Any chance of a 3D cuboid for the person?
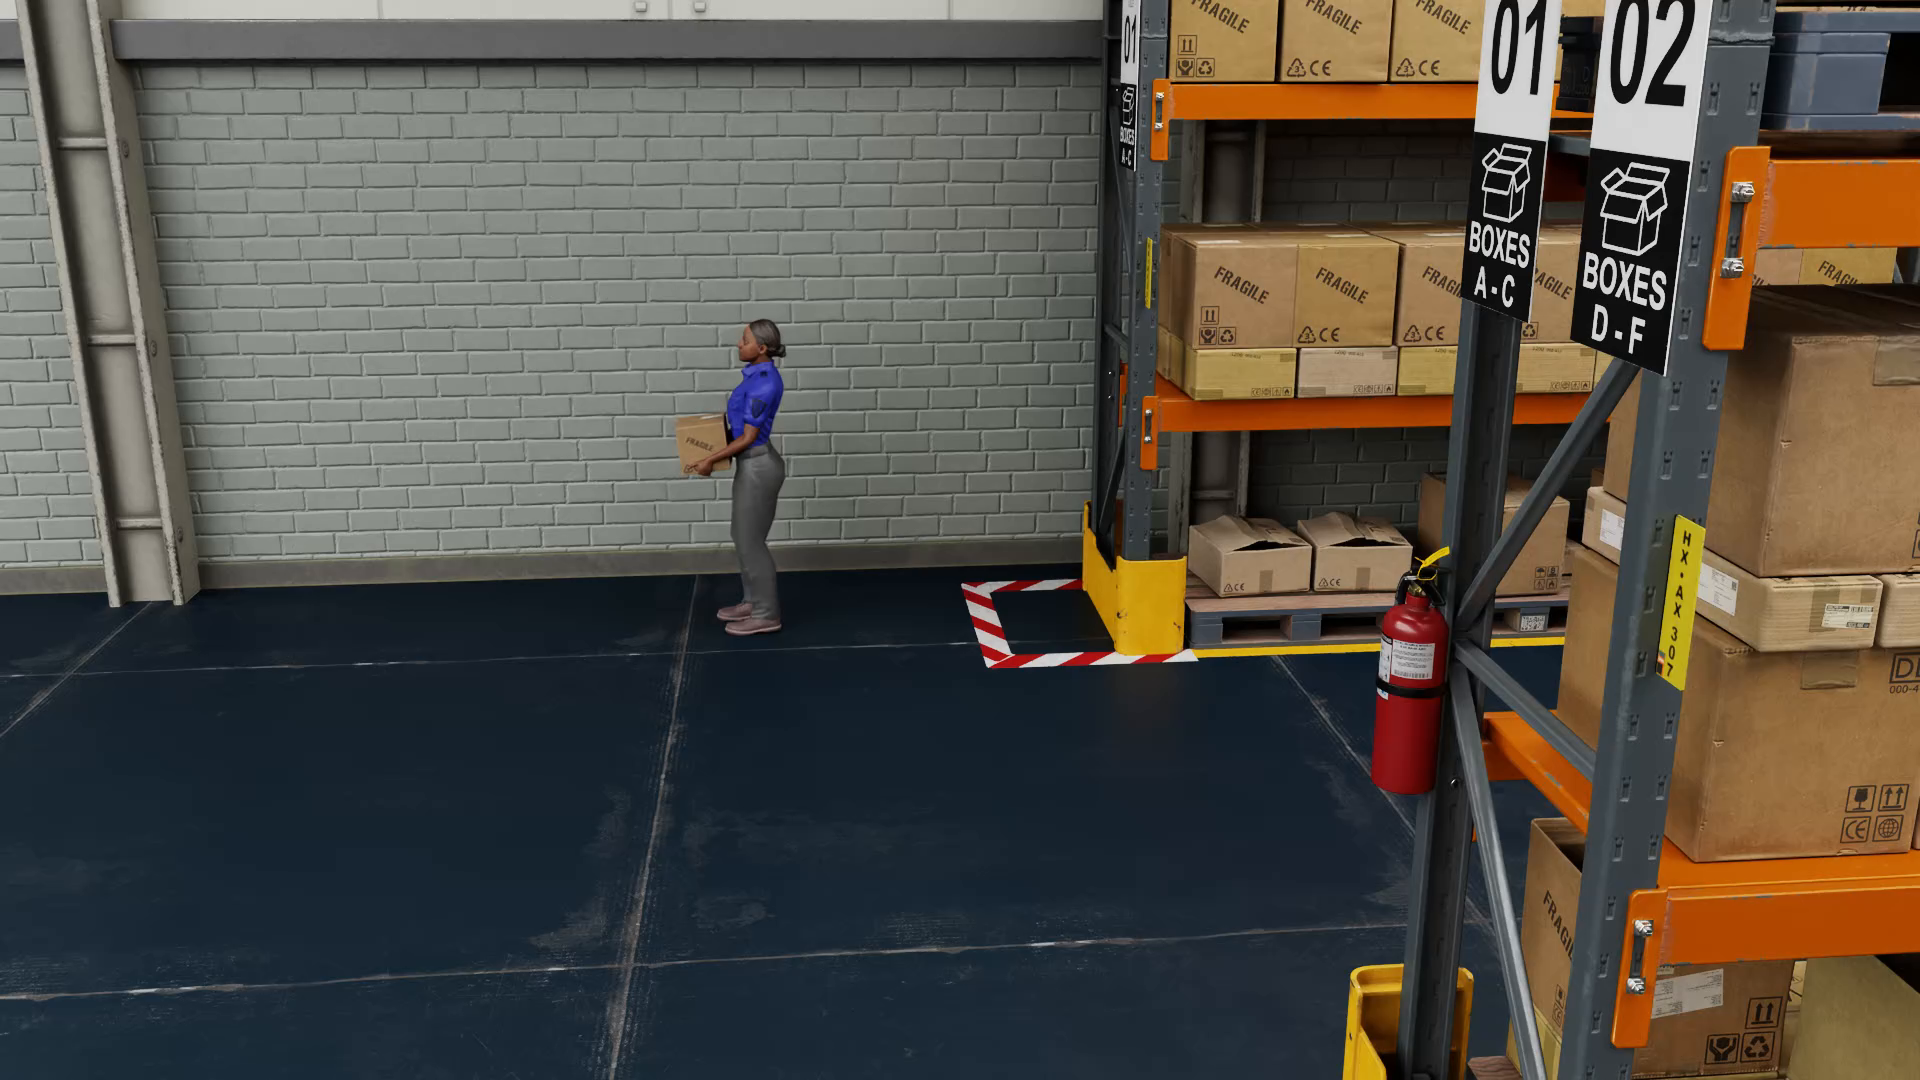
[{"bbox_3d":[-1.080,-0.337,8.666,0.351,1.653,0.520,-3,17,-8],"label":"person"}]
